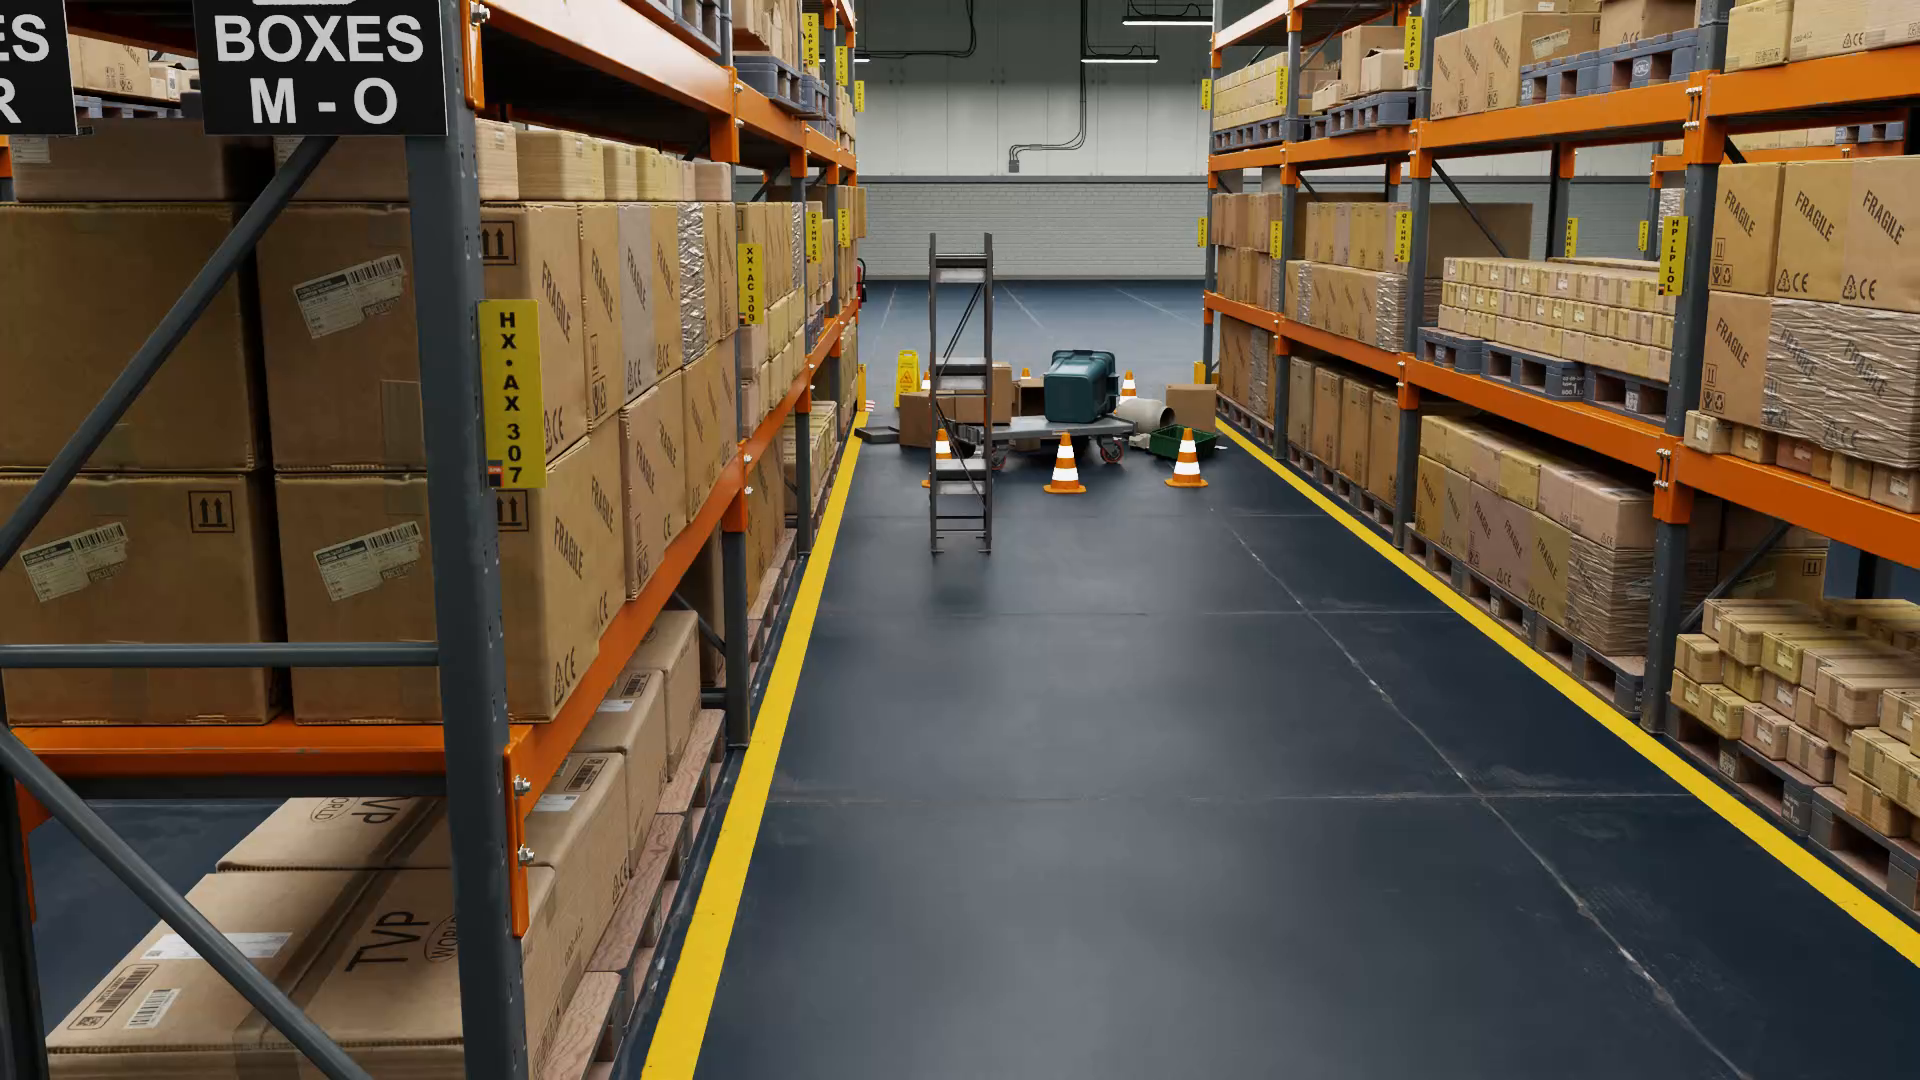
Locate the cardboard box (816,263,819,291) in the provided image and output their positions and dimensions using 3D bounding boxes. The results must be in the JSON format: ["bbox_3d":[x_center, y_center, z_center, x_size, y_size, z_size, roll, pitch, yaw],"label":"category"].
[{"bbox_3d":[-1.307,-2.077,12.199,0.500,0.500,0.500,0,11,0],"label":"cardboard box"}]

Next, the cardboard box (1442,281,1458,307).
[{"bbox_3d":[3.263,-1.549,10.479,0.380,0.149,0.250,0,11,1],"label":"cardboard box"}]

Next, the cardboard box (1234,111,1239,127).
[{"bbox_3d":[3.001,-4.289,16.938,0.380,0.149,0.250,0,11,-2],"label":"cardboard box"}]

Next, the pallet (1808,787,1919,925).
[{"bbox_3d":[3.613,1.120,5.506,1.003,0.211,1.213,0,11,-1],"label":"pallet"}]

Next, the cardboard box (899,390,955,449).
[{"bbox_3d":[-0.238,-1.167,16.049,0.500,0.500,0.500,9,15,38],"label":"cardboard box"}]

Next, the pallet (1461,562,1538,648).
[{"bbox_3d":[3.490,0.346,9.322,1.003,0.211,1.213,0,11,-1],"label":"pallet"}]

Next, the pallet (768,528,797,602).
[{"bbox_3d":[-1.553,0.146,10.307,1.003,0.211,1.213,0,11,-1],"label":"pallet"}]

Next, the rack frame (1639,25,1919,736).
[{"bbox_3d":[3.536,-0.623,7.084,1.000,3.000,0.127,0,11,-1],"label":"rack frame"}]

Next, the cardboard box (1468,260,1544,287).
[{"bbox_3d":[3.278,-1.597,9.967,0.380,0.149,0.250,0,11,-1],"label":"cardboard box"}]

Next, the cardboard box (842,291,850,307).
[{"bbox_3d":[-1.279,-2.368,16.317,0.380,0.149,0.250,0,11,-1],"label":"cardboard box"}]

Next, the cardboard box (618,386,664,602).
[{"bbox_3d":[-1.082,-0.134,4.425,0.500,0.500,0.500,0,11,-1],"label":"cardboard box"}]

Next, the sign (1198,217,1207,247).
[{"bbox_3d":[2.733,-3.470,18.743,0.100,0.325,0.005,0,11,-1],"label":"sign"}]

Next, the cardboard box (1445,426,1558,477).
[{"bbox_3d":[3.236,-0.527,9.958,0.500,0.250,0.500,0,11,-2],"label":"cardboard box"}]

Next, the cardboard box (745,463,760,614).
[{"bbox_3d":[-1.530,-0.049,8.545,0.875,0.875,0.875,0,11,0],"label":"cardboard box"}]

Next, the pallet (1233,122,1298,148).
[{"bbox_3d":[3.342,-4.044,16.627,1.003,0.211,1.213,0,11,-1],"label":"pallet"}]

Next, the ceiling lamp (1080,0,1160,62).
[{"bbox_3d":[4.089,-13.850,42.516,2.000,3.185,0.800,0,11,-1],"label":"ceiling lamp"}]

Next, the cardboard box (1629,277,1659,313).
[{"bbox_3d":[3.326,-1.129,7.661,0.380,0.149,0.250,-1,11,-3],"label":"cardboard box"}]

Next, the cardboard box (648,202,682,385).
[{"bbox_3d":[-1.101,-0.727,4.831,0.500,0.500,0.500,0,11,-1],"label":"cardboard box"}]

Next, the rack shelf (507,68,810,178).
[{"bbox_3d":[-1.452,-2.097,8.618,1.077,0.370,4.000,0,11,-1],"label":"rack shelf"}]

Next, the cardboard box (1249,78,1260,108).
[{"bbox_3d":[3.085,-4.307,16.021,0.500,0.250,0.500,0,11,-2],"label":"cardboard box"}]

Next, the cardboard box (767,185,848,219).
[{"bbox_3d":[-1.369,-2.946,15.020,0.700,0.500,0.500,0,11,-2],"label":"cardboard box"}]

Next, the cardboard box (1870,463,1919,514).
[{"bbox_3d":[3.290,-0.180,5.535,0.380,0.149,0.250,0,11,1],"label":"cardboard box"}]

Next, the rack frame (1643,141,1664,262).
[{"bbox_3d":[8.249,-3.008,18.843,1.000,3.000,0.127,0,11,-1],"label":"rack frame"}]

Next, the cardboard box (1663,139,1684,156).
[{"bbox_3d":[8.001,-4.308,18.083,0.500,0.250,0.500,0,11,1],"label":"cardboard box"}]

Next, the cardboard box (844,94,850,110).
[{"bbox_3d":[-1.291,-4.335,16.463,0.380,0.149,0.250,0,11,0],"label":"cardboard box"}]

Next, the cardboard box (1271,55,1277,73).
[{"bbox_3d":[3.039,-4.327,15.118,0.380,0.149,0.250,0,11,-1],"label":"cardboard box"}]

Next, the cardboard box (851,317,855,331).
[{"bbox_3d":[-1.307,-2.280,17.597,0.380,0.149,0.250,0,11,0],"label":"cardboard box"}]

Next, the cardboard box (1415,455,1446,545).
[{"bbox_3d":[3.213,-0.257,10.512,0.500,0.500,0.500,-1,11,-4],"label":"cardboard box"}]

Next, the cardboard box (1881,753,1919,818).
[{"bbox_3d":[3.266,0.802,5.425,0.380,0.149,0.250,0,11,-1],"label":"cardboard box"}]

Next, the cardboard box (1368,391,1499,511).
[{"bbox_3d":[3.531,-0.642,11.784,1.050,0.750,0.750,0,11,-2],"label":"cardboard box"}]

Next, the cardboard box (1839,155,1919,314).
[{"bbox_3d":[3.307,-1.014,5.496,0.500,0.500,0.500,0,11,0],"label":"cardboard box"}]

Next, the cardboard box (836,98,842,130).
[{"bbox_3d":[-1.312,-3.803,14.847,0.500,0.250,0.500,0,11,-2],"label":"cardboard box"}]

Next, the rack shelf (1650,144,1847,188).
[{"bbox_3d":[8.290,-3.728,16.657,1.077,0.370,4.000,0,11,-1],"label":"rack shelf"}]

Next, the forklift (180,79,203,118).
[{"bbox_3d":[-3.097,-0.882,8.536,1.130,2.935,3.031,0,11,-1],"label":"forklift"}]

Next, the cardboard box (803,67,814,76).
[{"bbox_3d":[-1.394,-3.702,12.784,0.500,0.250,0.500,0,11,0],"label":"cardboard box"}]

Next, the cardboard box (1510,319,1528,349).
[{"bbox_3d":[3.290,-1.147,9.245,0.380,0.149,0.250,0,11,0],"label":"cardboard box"}]

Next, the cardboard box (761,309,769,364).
[{"bbox_3d":[-1.177,-0.946,7.797,0.500,0.250,0.500,0,11,0],"label":"cardboard box"}]

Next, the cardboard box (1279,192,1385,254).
[{"bbox_3d":[3.397,-2.889,15.163,0.875,0.550,0.550,0,11,-1],"label":"cardboard box"}]

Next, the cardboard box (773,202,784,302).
[{"bbox_3d":[-1.196,-1.513,8.708,0.500,0.500,0.500,0,11,-2],"label":"cardboard box"}]

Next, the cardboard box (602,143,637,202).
[{"bbox_3d":[-1.071,-0.974,4.417,0.380,0.149,0.250,0,11,-1],"label":"cardboard box"}]

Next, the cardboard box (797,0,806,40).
[{"bbox_3d":[-1.335,-3.030,10.087,0.797,0.503,0.637,-1,12,-5],"label":"cardboard box"}]

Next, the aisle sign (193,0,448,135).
[{"bbox_3d":[-1.037,-1.048,2.642,0.394,0.787,0.004,0,11,-1],"label":"aisle sign"}]

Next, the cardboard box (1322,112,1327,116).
[{"bbox_3d":[3.680,-4.091,15.958,0.380,0.149,0.250,0,11,-2],"label":"cardboard box"}]

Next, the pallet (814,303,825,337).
[{"bbox_3d":[-1.575,-1.677,12.762,1.003,0.211,1.213,0,11,-1],"label":"pallet"}]

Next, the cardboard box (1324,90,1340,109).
[{"bbox_3d":[3.144,-3.608,13.577,0.250,0.149,0.380,0,11,-1],"label":"cardboard box"}]

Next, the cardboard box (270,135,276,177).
[{"bbox_3d":[-1.565,-0.765,3.387,0.380,0.149,0.250,0,11,0],"label":"cardboard box"}]

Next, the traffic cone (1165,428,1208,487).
[{"bbox_3d":[1.889,-0.697,13.830,0.336,0.463,0.334,0,11,-1],"label":"traffic cone"}]

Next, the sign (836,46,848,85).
[{"bbox_3d":[-1.021,-4.092,14.349,0.100,0.325,0.005,0,11,-1],"label":"sign"}]

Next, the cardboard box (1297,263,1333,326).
[{"bbox_3d":[3.124,-2.056,13.897,0.500,0.500,0.500,0,11,-1],"label":"cardboard box"}]

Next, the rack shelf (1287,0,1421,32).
[{"bbox_3d":[3.412,-4.207,12.478,1.077,0.370,4.000,0,11,-1],"label":"rack shelf"}]

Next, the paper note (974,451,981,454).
[{"bbox_3d":[0.119,-0.830,15.572,0.148,0.019,0.142,0,11,-1],"label":"paper note"}]

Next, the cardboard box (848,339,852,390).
[{"bbox_3d":[-1.350,-1.726,16.496,0.500,0.500,0.500,0,11,2],"label":"cardboard box"}]

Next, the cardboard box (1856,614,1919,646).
[{"bbox_3d":[3.848,0.397,6.674,0.380,0.149,0.250,0,11,0],"label":"cardboard box"}]

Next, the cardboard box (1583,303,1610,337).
[{"bbox_3d":[3.311,-1.085,8.193,0.380,0.149,0.250,-1,11,-3],"label":"cardboard box"}]

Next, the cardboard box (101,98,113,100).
[{"bbox_3d":[-6.576,-3.390,12.458,0.380,0.166,0.250,0,11,-1],"label":"cardboard box"}]

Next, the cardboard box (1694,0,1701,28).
[{"bbox_3d":[3.728,-2.431,7.619,0.500,0.311,0.500,0,11,-2],"label":"cardboard box"}]

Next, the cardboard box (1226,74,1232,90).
[{"bbox_3d":[2.991,-4.782,17.360,0.380,0.149,0.250,0,11,-1],"label":"cardboard box"}]

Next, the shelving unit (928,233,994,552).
[{"bbox_3d":[0.003,-0.996,11.188,0.431,2.100,0.503,0,11,-1],"label":"shelving unit"}]
